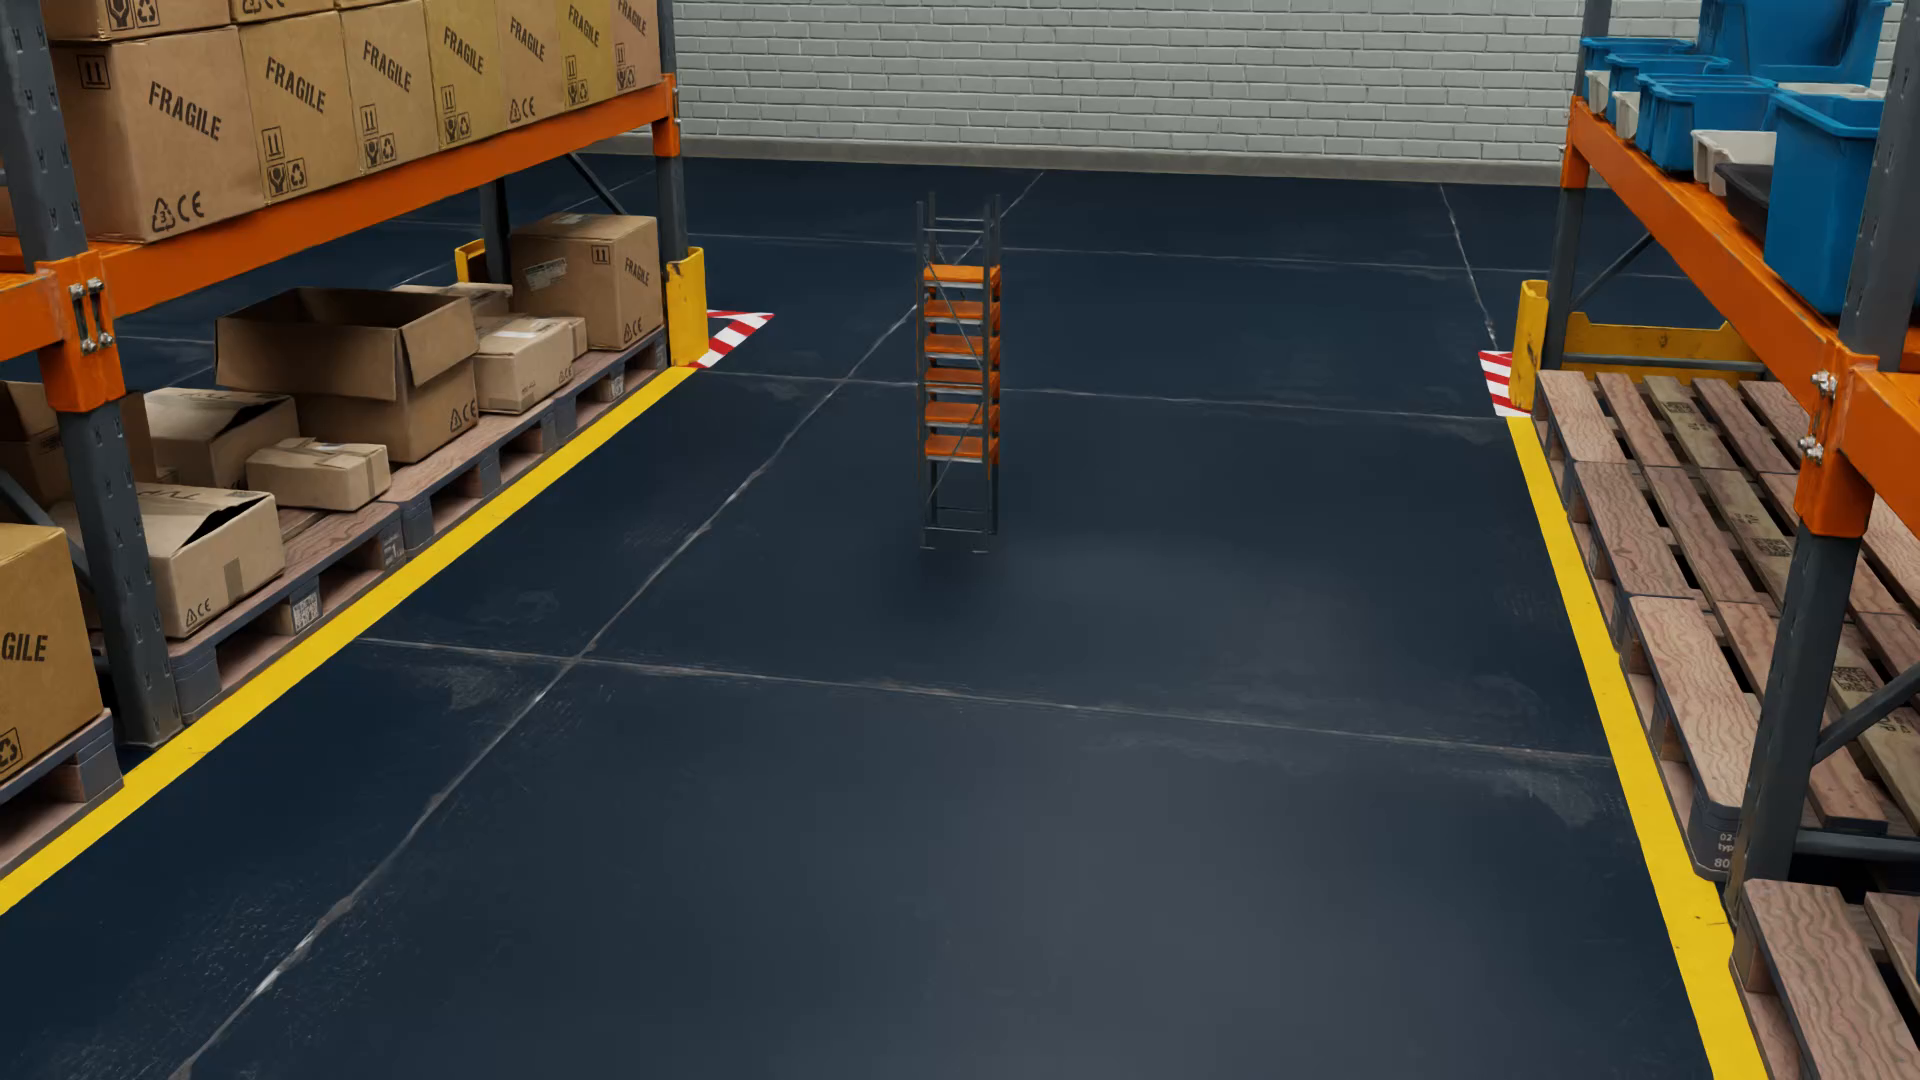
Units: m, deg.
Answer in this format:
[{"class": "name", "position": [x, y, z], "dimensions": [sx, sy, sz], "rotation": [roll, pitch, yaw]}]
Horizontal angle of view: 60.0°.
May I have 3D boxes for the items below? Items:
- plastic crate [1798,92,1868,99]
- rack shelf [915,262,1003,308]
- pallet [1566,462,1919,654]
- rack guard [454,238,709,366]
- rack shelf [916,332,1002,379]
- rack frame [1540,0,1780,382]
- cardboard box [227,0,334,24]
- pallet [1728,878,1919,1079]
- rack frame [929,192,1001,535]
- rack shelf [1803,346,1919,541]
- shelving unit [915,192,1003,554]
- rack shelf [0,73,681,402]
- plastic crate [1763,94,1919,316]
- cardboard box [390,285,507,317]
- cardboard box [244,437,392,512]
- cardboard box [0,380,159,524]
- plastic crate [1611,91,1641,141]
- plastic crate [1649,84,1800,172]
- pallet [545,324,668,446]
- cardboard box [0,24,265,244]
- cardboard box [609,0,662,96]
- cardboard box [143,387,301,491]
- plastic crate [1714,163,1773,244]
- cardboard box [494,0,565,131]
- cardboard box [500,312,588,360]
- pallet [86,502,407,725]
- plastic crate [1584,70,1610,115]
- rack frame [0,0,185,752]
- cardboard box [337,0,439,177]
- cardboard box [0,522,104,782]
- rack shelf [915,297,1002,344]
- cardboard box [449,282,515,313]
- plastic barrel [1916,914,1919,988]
[{"class": "plastic crate", "position": [2.975, -1.458, 5.731], "dimensions": [0.396, 0.136, 0.243], "rotation": [4, 22, 11]}, {"class": "rack shelf", "position": [-0.003, -0.844, 5.498], "dimensions": [0.258, 0.103, 0.180], "rotation": [4, 22, 11]}, {"class": "pallet", "position": [2.580, 0.068, 5.403], "dimensions": [1.003, 0.211, 1.213], "rotation": [4, 22, 11]}, {"class": "rack guard", "position": [-1.827, -1.161, 8.067], "dimensions": [1.175, 0.500, 0.348], "rotation": [4, 22, 11]}, {"class": "rack shelf", "position": [-0.003, -0.621, 5.588], "dimensions": [0.258, 0.103, 0.180], "rotation": [4, 22, 11]}, {"class": "rack frame", "position": [3.037, -1.969, 6.728], "dimensions": [1.000, 3.000, 0.127], "rotation": [4, 22, 11]}, {"class": "cardboard box", "position": [-2.151, -1.735, 4.674], "dimensions": [0.500, 0.500, 0.500], "rotation": [4, 22, 9]}, {"class": "pallet", "position": [2.023, 1.066, 2.924], "dimensions": [1.003, 0.211, 1.213], "rotation": [4, 22, 11]}, {"class": "rack frame", "position": [0.016, -0.585, 5.699], "dimensions": [0.240, 1.200, 0.006], "rotation": [4, 22, 11]}, {"class": "rack shelf", "position": [1.813, 0.559, 1.414], "dimensions": [1.077, 0.370, 4.000], "rotation": [4, 22, 11]}, {"class": "shelving unit", "position": [-0.003, -0.551, 5.616], "dimensions": [0.258, 1.200, 0.189], "rotation": [4, 22, 11]}, {"class": "rack shelf", "position": [-2.219, -1.283, 5.987], "dimensions": [1.077, 0.370, 4.000], "rotation": [4, 22, 11]}, {"class": "plastic crate", "position": [1.983, -0.723, 3.576], "dimensions": [0.392, 0.384, 0.575], "rotation": [4, 22, 11]}, {"class": "cardboard box", "position": [-2.302, -0.917, 7.206], "dimensions": [0.500, 0.250, 0.500], "rotation": [4, 22, 11]}, {"class": "cardboard box", "position": [-2.163, -0.229, 5.611], "dimensions": [0.380, 0.166, 0.250], "rotation": [4, 22, 11]}, {"class": "cardboard box", "position": [-2.789, -0.160, 4.992], "dimensions": [0.500, 0.500, 0.500], "rotation": [4, 22, 11]}, {"class": "plastic crate", "position": [2.380, -1.450, 5.712], "dimensions": [0.250, 0.136, 0.298], "rotation": [4, 22, 11]}, {"class": "plastic crate", "position": [2.335, -1.263, 5.118], "dimensions": [0.416, 0.233, 0.300], "rotation": [4, 22, 11]}, {"class": "pallet", "position": [-1.988, -0.735, 7.397], "dimensions": [1.003, 0.211, 1.213], "rotation": [4, 22, 11]}, {"class": "cardboard box", "position": [-2.256, -1.097, 4.429], "dimensions": [0.500, 0.500, 0.500], "rotation": [5, 22, 12]}, {"class": "cardboard box", "position": [-1.636, -2.210, 7.192], "dimensions": [0.500, 0.500, 0.500], "rotation": [5, 23, 13]}, {"class": "cardboard box", "position": [-2.636, -0.346, 5.709], "dimensions": [0.500, 0.311, 0.500], "rotation": [4, 22, 11]}, {"class": "plastic crate", "position": [2.187, -0.836, 4.203], "dimensions": [0.437, 0.125, 0.590], "rotation": [4, 22, 11]}, {"class": "cardboard box", "position": [-1.846, -1.838, 6.268], "dimensions": [0.500, 0.500, 0.500], "rotation": [5, 22, 11]}, {"class": "cardboard box", "position": [-1.852, -0.879, 7.225], "dimensions": [0.380, 0.166, 0.250], "rotation": [4, 22, 11]}, {"class": "pallet", "position": [-2.486, 0.157, 5.181], "dimensions": [1.003, 0.211, 1.213], "rotation": [4, 22, 11]}, {"class": "plastic crate", "position": [2.518, -1.698, 6.328], "dimensions": [0.250, 0.136, 0.298], "rotation": [4, 22, 11]}, {"class": "rack frame", "position": [-2.627, -0.885, 4.036], "dimensions": [1.000, 3.000, 0.127], "rotation": [4, 22, 11]}, {"class": "cardboard box", "position": [-2.051, -1.468, 5.348], "dimensions": [0.500, 0.500, 0.500], "rotation": [4, 22, 11]}, {"class": "cardboard box", "position": [-2.447, 0.273, 3.919], "dimensions": [0.500, 0.500, 0.500], "rotation": [4, 22, 11]}, {"class": "rack shelf", "position": [-0.003, -0.733, 5.543], "dimensions": [0.258, 0.103, 0.180], "rotation": [4, 22, 11]}, {"class": "cardboard box", "position": [-2.233, -1.103, 7.804], "dimensions": [0.380, 0.149, 0.250], "rotation": [4, 22, 11]}, {"class": "plastic barrel", "position": [2.093, 0.470, 2.918], "dimensions": [0.600, 0.901, 0.708], "rotation": [4, 22, 11]}]
